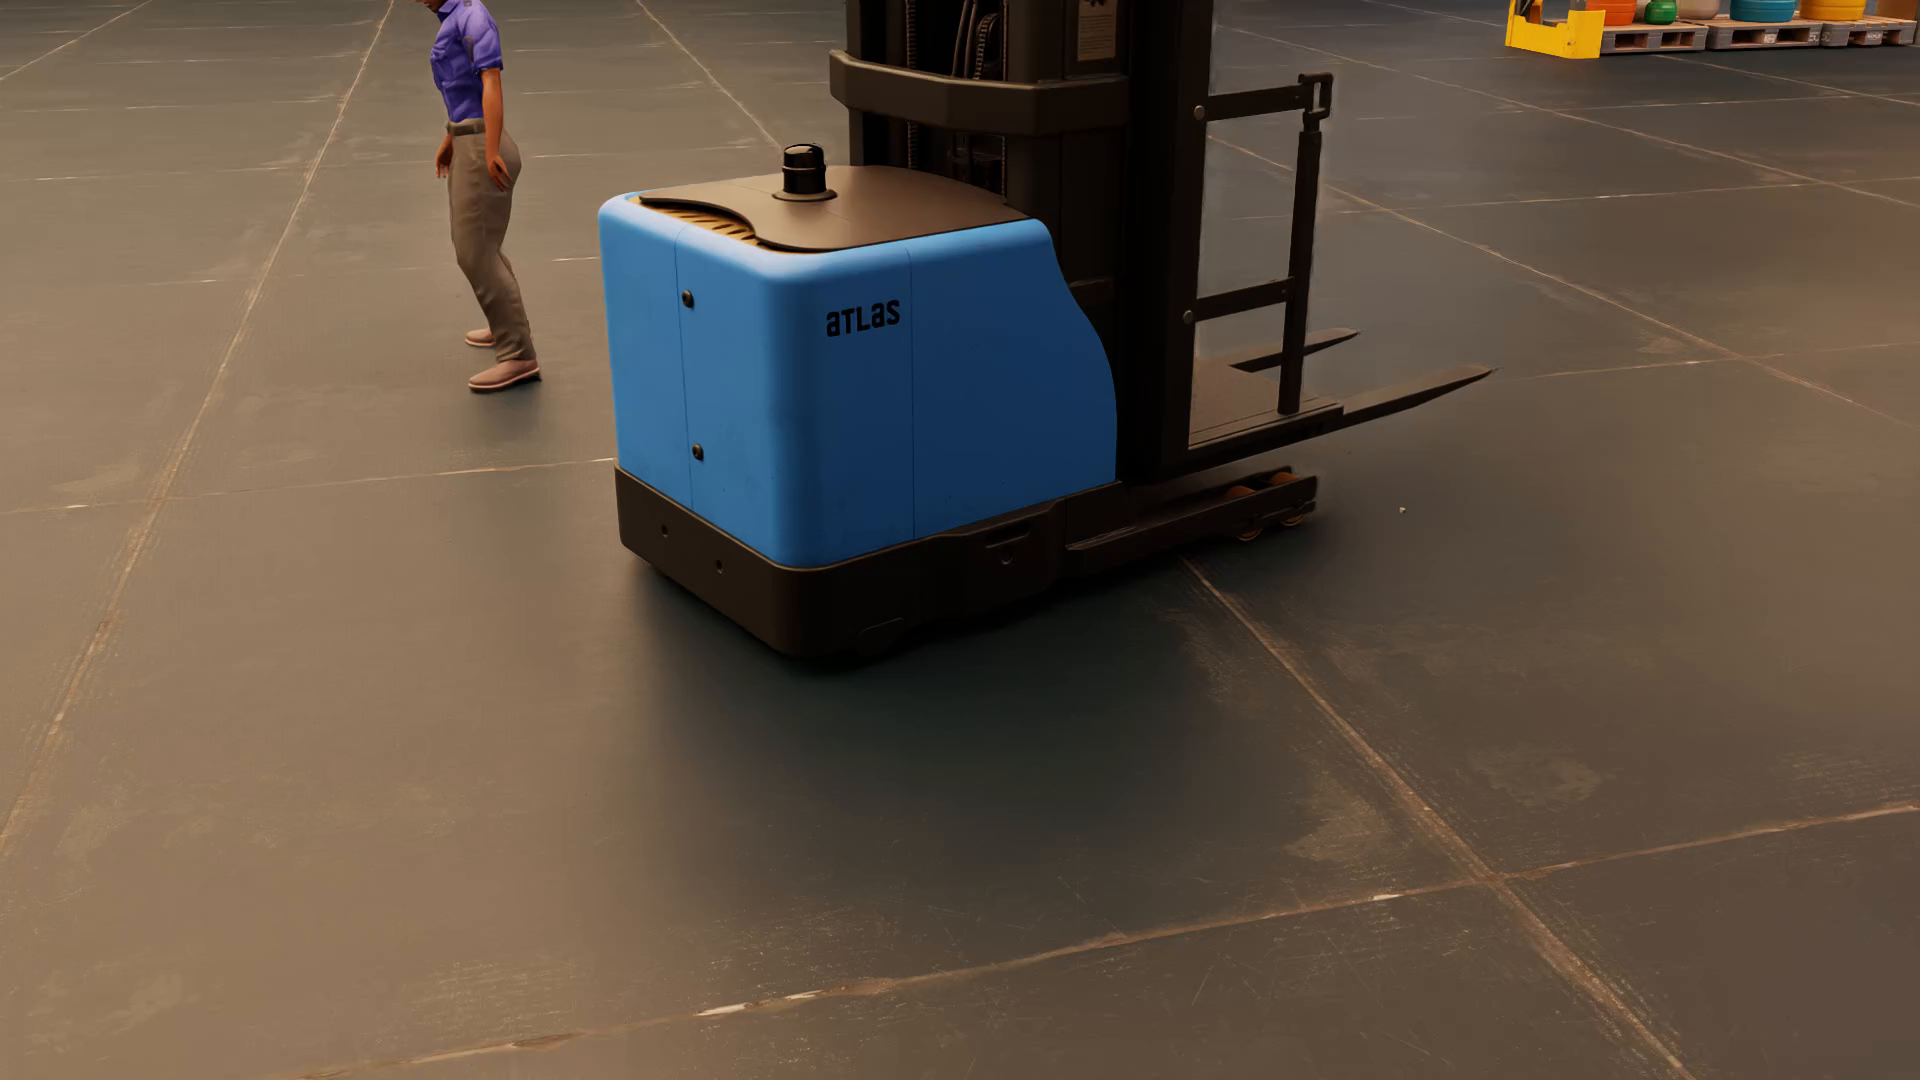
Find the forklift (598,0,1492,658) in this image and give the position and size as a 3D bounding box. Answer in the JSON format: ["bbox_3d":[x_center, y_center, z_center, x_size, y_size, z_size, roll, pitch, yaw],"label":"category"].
[{"bbox_3d":[0.484,-1.493,4.818,3.031,2.935,1.130,-17,28,-34],"label":"forklift"}]

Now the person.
[{"bbox_3d":[-1.880,-1.465,6.454,0.337,1.612,0.834,-7,24,-15],"label":"person"}]
